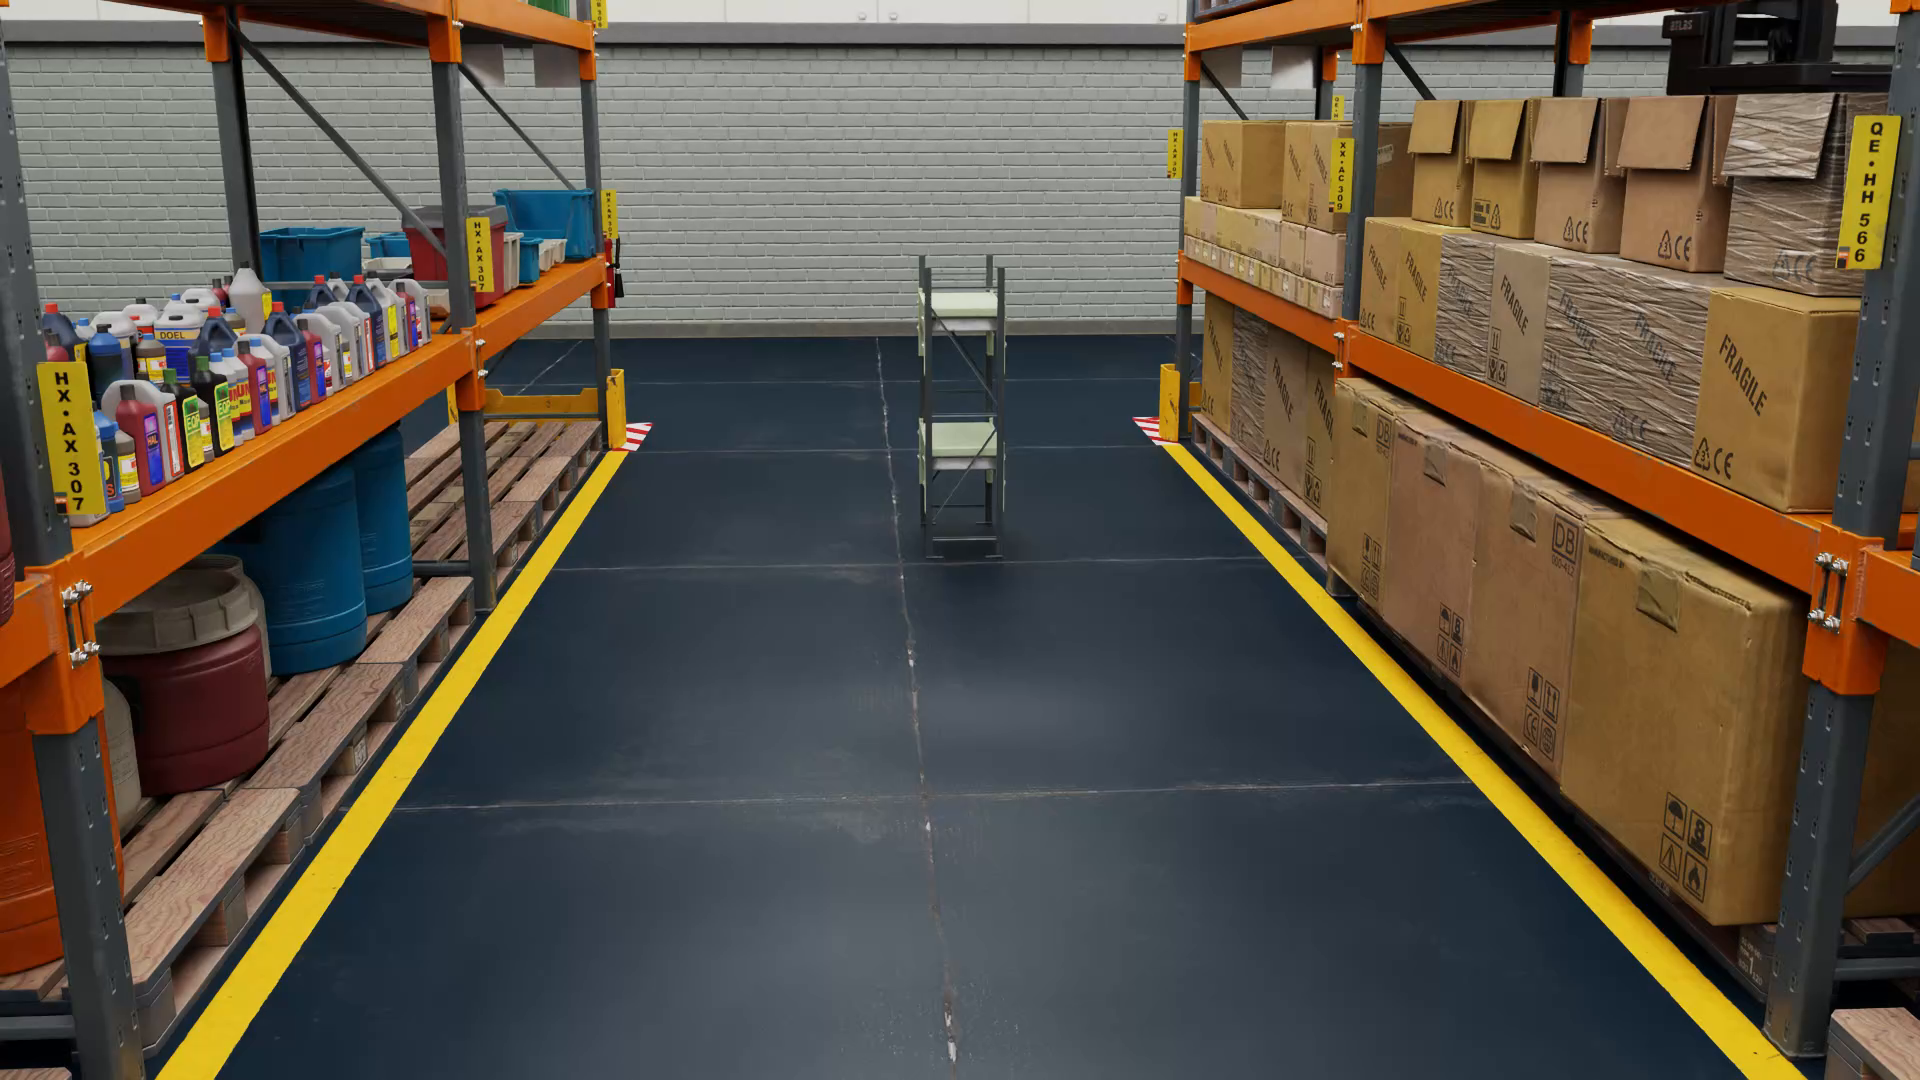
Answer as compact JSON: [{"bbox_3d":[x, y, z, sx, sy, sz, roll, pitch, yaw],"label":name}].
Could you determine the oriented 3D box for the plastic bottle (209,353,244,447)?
[{"bbox_3d":[-2.158,-0.409,4.854,0.097,0.271,0.097,0,14,0],"label":"plastic bottle"}]

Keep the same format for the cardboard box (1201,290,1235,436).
[{"bbox_3d":[2.145,-1.206,11.116,0.875,0.875,0.875,-1,14,-3],"label":"cardboard box"}]

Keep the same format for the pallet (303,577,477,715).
[{"bbox_3d":[-2.664,0.425,6.953,1.003,0.211,1.213,-1,14,-3],"label":"pallet"}]

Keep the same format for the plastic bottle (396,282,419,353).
[{"bbox_3d":[-2.263,-0.912,6.786,0.061,0.283,0.133,-1,14,-3],"label":"plastic bottle"}]

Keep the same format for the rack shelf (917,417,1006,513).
[{"bbox_3d":[0.000,-0.409,8.914,0.431,0.370,0.720,-1,14,-3],"label":"rack shelf"}]

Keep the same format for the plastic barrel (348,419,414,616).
[{"bbox_3d":[-2.653,-0.170,7.036,0.600,0.901,0.708,-1,14,-3],"label":"plastic barrel"}]

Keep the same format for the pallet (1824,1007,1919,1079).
[{"bbox_3d":[2.568,1.345,3.376,1.003,0.211,1.213,-1,14,-3],"label":"pallet"}]

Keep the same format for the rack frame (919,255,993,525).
[{"bbox_3d":[-0.022,-0.816,9.187,0.400,1.500,0.023,-1,14,-3],"label":"rack frame"}]

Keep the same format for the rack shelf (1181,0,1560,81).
[{"bbox_3d":[2.149,-2.797,9.300,1.077,0.370,4.000,-1,14,-3],"label":"rack shelf"}]

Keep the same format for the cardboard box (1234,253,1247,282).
[{"bbox_3d":[1.815,-1.592,9.699,0.380,0.149,0.250,-1,14,-5],"label":"cardboard box"}]

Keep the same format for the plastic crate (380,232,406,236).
[{"bbox_3d":[-3.150,-1.667,9.702,0.416,0.233,0.300,-1,14,-3],"label":"plastic crate"}]

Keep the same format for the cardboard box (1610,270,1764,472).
[{"bbox_3d":[2.218,-0.491,4.716,0.500,0.500,0.500,-1,14,-4],"label":"cardboard box"}]

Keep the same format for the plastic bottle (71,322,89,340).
[{"bbox_3d":[-2.964,-0.594,5.572,0.097,0.271,0.097,0,14,0],"label":"plastic bottle"}]

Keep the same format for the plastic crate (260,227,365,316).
[{"bbox_3d":[-3.040,-1.251,7.779,0.392,0.384,0.575,-1,14,-3],"label":"plastic crate"}]

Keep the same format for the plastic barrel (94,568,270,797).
[{"bbox_3d":[-2.540,0.439,5.299,0.600,0.588,0.708,-1,14,-3],"label":"plastic barrel"}]

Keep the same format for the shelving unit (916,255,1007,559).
[{"bbox_3d":[0.000,-0.725,8.833,0.431,1.500,0.755,-1,14,-3],"label":"shelving unit"}]

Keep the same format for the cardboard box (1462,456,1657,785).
[{"bbox_3d":[2.452,0.232,5.527,1.225,0.875,0.875,-1,14,-3],"label":"cardboard box"}]

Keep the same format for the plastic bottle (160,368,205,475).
[{"bbox_3d":[-2.118,-0.329,4.519,0.061,0.283,0.133,-1,14,-3],"label":"plastic bottle"}]

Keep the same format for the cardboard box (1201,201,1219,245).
[{"bbox_3d":[1.824,-2.008,10.516,0.500,0.250,0.500,-1,14,-4],"label":"cardboard box"}]

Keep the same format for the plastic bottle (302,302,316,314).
[{"bbox_3d":[-2.393,-0.740,6.142,0.097,0.271,0.097,0,14,0],"label":"plastic bottle"}]

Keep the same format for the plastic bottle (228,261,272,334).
[{"bbox_3d":[-2.969,-0.992,6.961,0.144,0.351,0.185,-1,14,-3],"label":"plastic bottle"}]

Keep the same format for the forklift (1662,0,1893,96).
[{"bbox_3d":[4.703,-1.598,9.357,1.130,2.935,3.031,-4,15,-16],"label":"forklift"}]

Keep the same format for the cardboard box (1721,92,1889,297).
[{"bbox_3d":[2.492,-0.916,4.355,0.797,0.503,0.637,0,14,-2],"label":"cardboard box"}]

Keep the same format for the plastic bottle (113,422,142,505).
[{"bbox_3d":[-2.112,-0.193,4.157,0.097,0.201,0.097,0,14,0],"label":"plastic bottle"}]

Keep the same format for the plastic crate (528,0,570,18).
[{"bbox_3d":[-2.572,-3.222,9.936,0.450,0.188,0.336,-1,14,-3],"label":"plastic crate"}]

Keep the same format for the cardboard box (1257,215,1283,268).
[{"bbox_3d":[1.918,-1.628,9.037,0.500,0.250,0.500,-1,14,-2],"label":"cardboard box"}]

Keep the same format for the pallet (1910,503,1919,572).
[{"bbox_3d":[2.672,0.068,3.126,1.213,0.211,1.003,-1,14,-3],"label":"pallet"}]

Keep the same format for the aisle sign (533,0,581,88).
[{"bbox_3d":[-2.630,-3.395,10.983,0.394,0.787,0.004,-1,14,-3],"label":"aisle sign"}]

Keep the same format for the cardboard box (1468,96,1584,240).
[{"bbox_3d":[2.352,-1.400,6.232,0.797,0.503,0.637,-1,14,-3],"label":"cardboard box"}]

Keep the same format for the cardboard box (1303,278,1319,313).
[{"bbox_3d":[1.911,-1.208,8.206,0.380,0.149,0.250,-1,14,-2],"label":"cardboard box"}]

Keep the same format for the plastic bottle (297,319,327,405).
[{"bbox_3d":[-2.187,-0.605,5.591,0.061,0.283,0.133,-1,14,-3],"label":"plastic bottle"}]

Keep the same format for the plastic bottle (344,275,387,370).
[{"bbox_3d":[-2.275,-0.825,6.312,0.144,0.351,0.185,-1,14,-3],"label":"plastic bottle"}]

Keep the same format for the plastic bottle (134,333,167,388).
[{"bbox_3d":[-2.827,-0.620,5.814,0.097,0.201,0.097,0,14,0],"label":"plastic bottle"}]

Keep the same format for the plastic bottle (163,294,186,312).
[{"bbox_3d":[-3.019,-0.815,6.432,0.097,0.271,0.097,0,14,0],"label":"plastic bottle"}]

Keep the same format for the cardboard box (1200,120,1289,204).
[{"bbox_3d":[1.817,-2.376,10.442,0.500,0.500,0.500,-1,14,-5],"label":"cardboard box"}]

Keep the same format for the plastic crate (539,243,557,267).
[{"bbox_3d":[-2.683,-1.742,10.187,0.396,0.136,0.243,-1,14,-3],"label":"plastic crate"}]

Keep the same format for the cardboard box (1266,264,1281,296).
[{"bbox_3d":[1.863,-1.400,8.952,0.380,0.149,0.250,-1,14,-2],"label":"cardboard box"}]

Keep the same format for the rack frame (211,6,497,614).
[{"bbox_3d":[-2.670,-1.118,7.353,1.000,3.000,0.127,-1,14,-3],"label":"rack frame"}]

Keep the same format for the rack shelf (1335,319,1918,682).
[{"bbox_3d":[2.397,-0.349,5.807,1.077,0.370,4.000,-1,14,-3],"label":"rack shelf"}]

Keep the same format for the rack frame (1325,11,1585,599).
[{"bbox_3d":[2.273,-1.195,7.651,1.000,3.000,0.127,-1,14,-3],"label":"rack frame"}]

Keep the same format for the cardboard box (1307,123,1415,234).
[{"bbox_3d":[1.978,-1.740,7.967,0.500,0.500,0.500,0,14,-2],"label":"cardboard box"}]

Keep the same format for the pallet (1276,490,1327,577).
[{"bbox_3d":[2.304,-0.035,8.738,1.003,0.211,1.213,-1,14,-3],"label":"pallet"}]

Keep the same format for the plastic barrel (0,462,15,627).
[{"bbox_3d":[-2.091,-0.079,3.040,0.600,0.536,0.708,-1,14,-3],"label":"plastic barrel"}]

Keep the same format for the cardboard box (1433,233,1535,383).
[{"bbox_3d":[2.115,-0.876,6.209,0.500,0.500,0.500,-1,14,-5],"label":"cardboard box"}]

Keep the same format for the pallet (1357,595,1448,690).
[{"bbox_3d":[2.396,0.346,7.257,1.003,0.211,1.213,-1,14,-3],"label":"pallet"}]

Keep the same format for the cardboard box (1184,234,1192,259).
[{"bbox_3d":[1.718,-1.975,11.185,0.380,0.149,0.250,-1,14,-3],"label":"cardboard box"}]

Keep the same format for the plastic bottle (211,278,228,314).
[{"bbox_3d":[-3.065,-0.931,6.859,0.061,0.283,0.133,-1,14,-3],"label":"plastic bottle"}]

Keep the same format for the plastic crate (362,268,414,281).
[{"bbox_3d":[-3.008,-1.288,8.446,0.437,0.125,0.590,-1,14,-3],"label":"plastic crate"}]

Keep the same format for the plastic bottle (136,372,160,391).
[{"bbox_3d":[-2.196,-0.317,4.498,0.097,0.271,0.097,0,14,0],"label":"plastic bottle"}]

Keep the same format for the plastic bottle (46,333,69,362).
[{"bbox_3d":[-2.812,-0.494,5.159,0.061,0.283,0.133,-1,14,-3],"label":"plastic bottle"}]

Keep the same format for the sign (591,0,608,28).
[{"bbox_3d":[-2.370,-3.528,10.908,0.100,0.325,0.005,-1,14,-3],"label":"sign"}]

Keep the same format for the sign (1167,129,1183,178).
[{"bbox_3d":[1.471,-2.640,11.372,0.100,0.325,0.005,-1,14,-3],"label":"sign"}]

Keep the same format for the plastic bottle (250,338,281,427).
[{"bbox_3d":[-2.178,-0.490,5.171,0.097,0.271,0.097,0,14,0],"label":"plastic bottle"}]

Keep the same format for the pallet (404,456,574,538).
[{"bbox_3d":[-2.833,-0.254,9.591,1.003,0.211,1.213,-1,14,-3],"label":"pallet"}]

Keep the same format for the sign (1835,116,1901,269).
[{"bbox_3d":[1.967,-0.751,3.603,0.100,0.325,0.005,-1,14,-3],"label":"sign"}]

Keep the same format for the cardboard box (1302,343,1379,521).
[{"bbox_3d":[2.312,-0.535,8.506,0.875,0.875,0.875,-1,14,-3],"label":"cardboard box"}]

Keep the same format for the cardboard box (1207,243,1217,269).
[{"bbox_3d":[1.769,-1.782,10.438,0.380,0.149,0.250,-1,14,-4],"label":"cardboard box"}]

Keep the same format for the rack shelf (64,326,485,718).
[{"bbox_3d":[-2.546,-0.273,5.510,1.077,0.370,4.000,-1,14,-3],"label":"rack shelf"}]

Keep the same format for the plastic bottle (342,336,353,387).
[{"bbox_3d":[-2.226,-0.651,5.936,0.097,0.201,0.097,0,14,0],"label":"plastic bottle"}]

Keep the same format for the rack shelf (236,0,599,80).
[{"bbox_3d":[-2.794,-2.720,9.003,1.077,0.370,4.000,-1,14,-3],"label":"rack shelf"}]
